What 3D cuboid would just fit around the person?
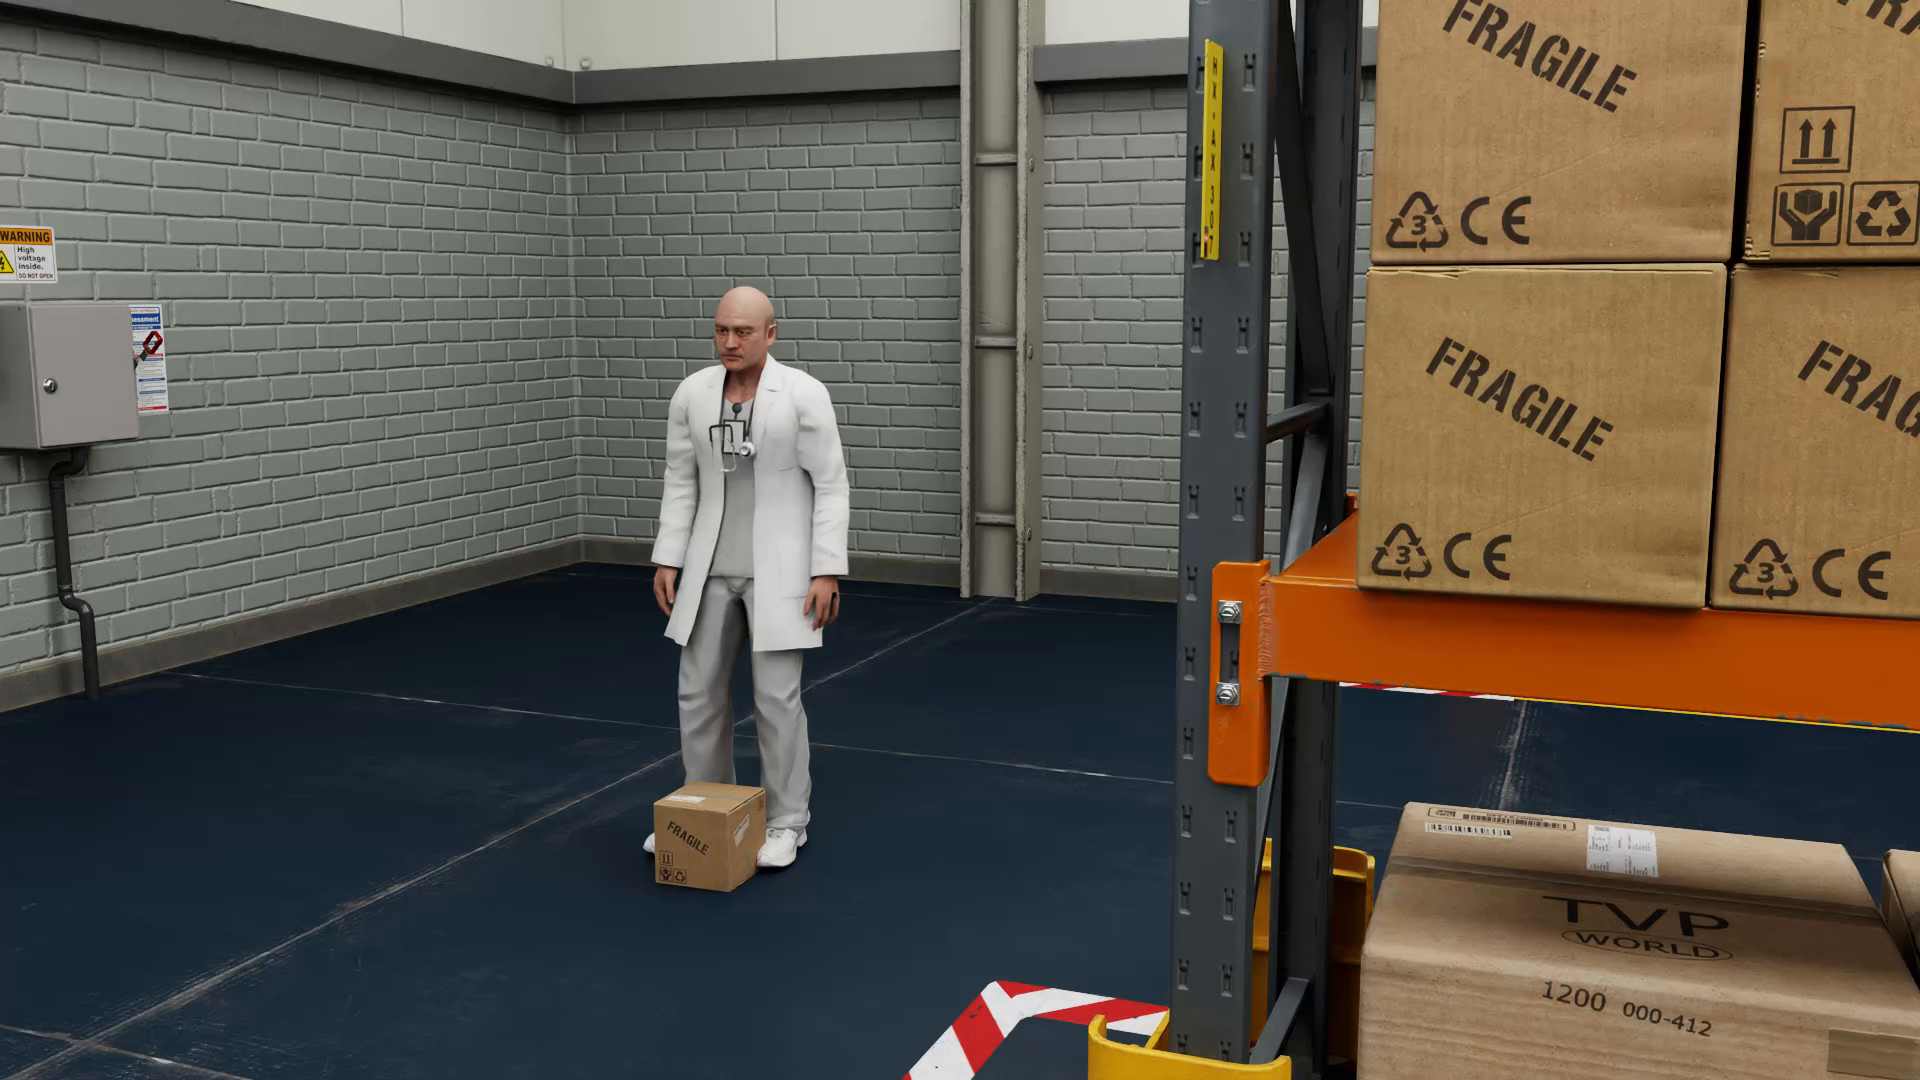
[{"bbox_3d":[-0.655,0.110,5.167,0.652,1.773,0.425,3,9,18],"label":"person"}]
